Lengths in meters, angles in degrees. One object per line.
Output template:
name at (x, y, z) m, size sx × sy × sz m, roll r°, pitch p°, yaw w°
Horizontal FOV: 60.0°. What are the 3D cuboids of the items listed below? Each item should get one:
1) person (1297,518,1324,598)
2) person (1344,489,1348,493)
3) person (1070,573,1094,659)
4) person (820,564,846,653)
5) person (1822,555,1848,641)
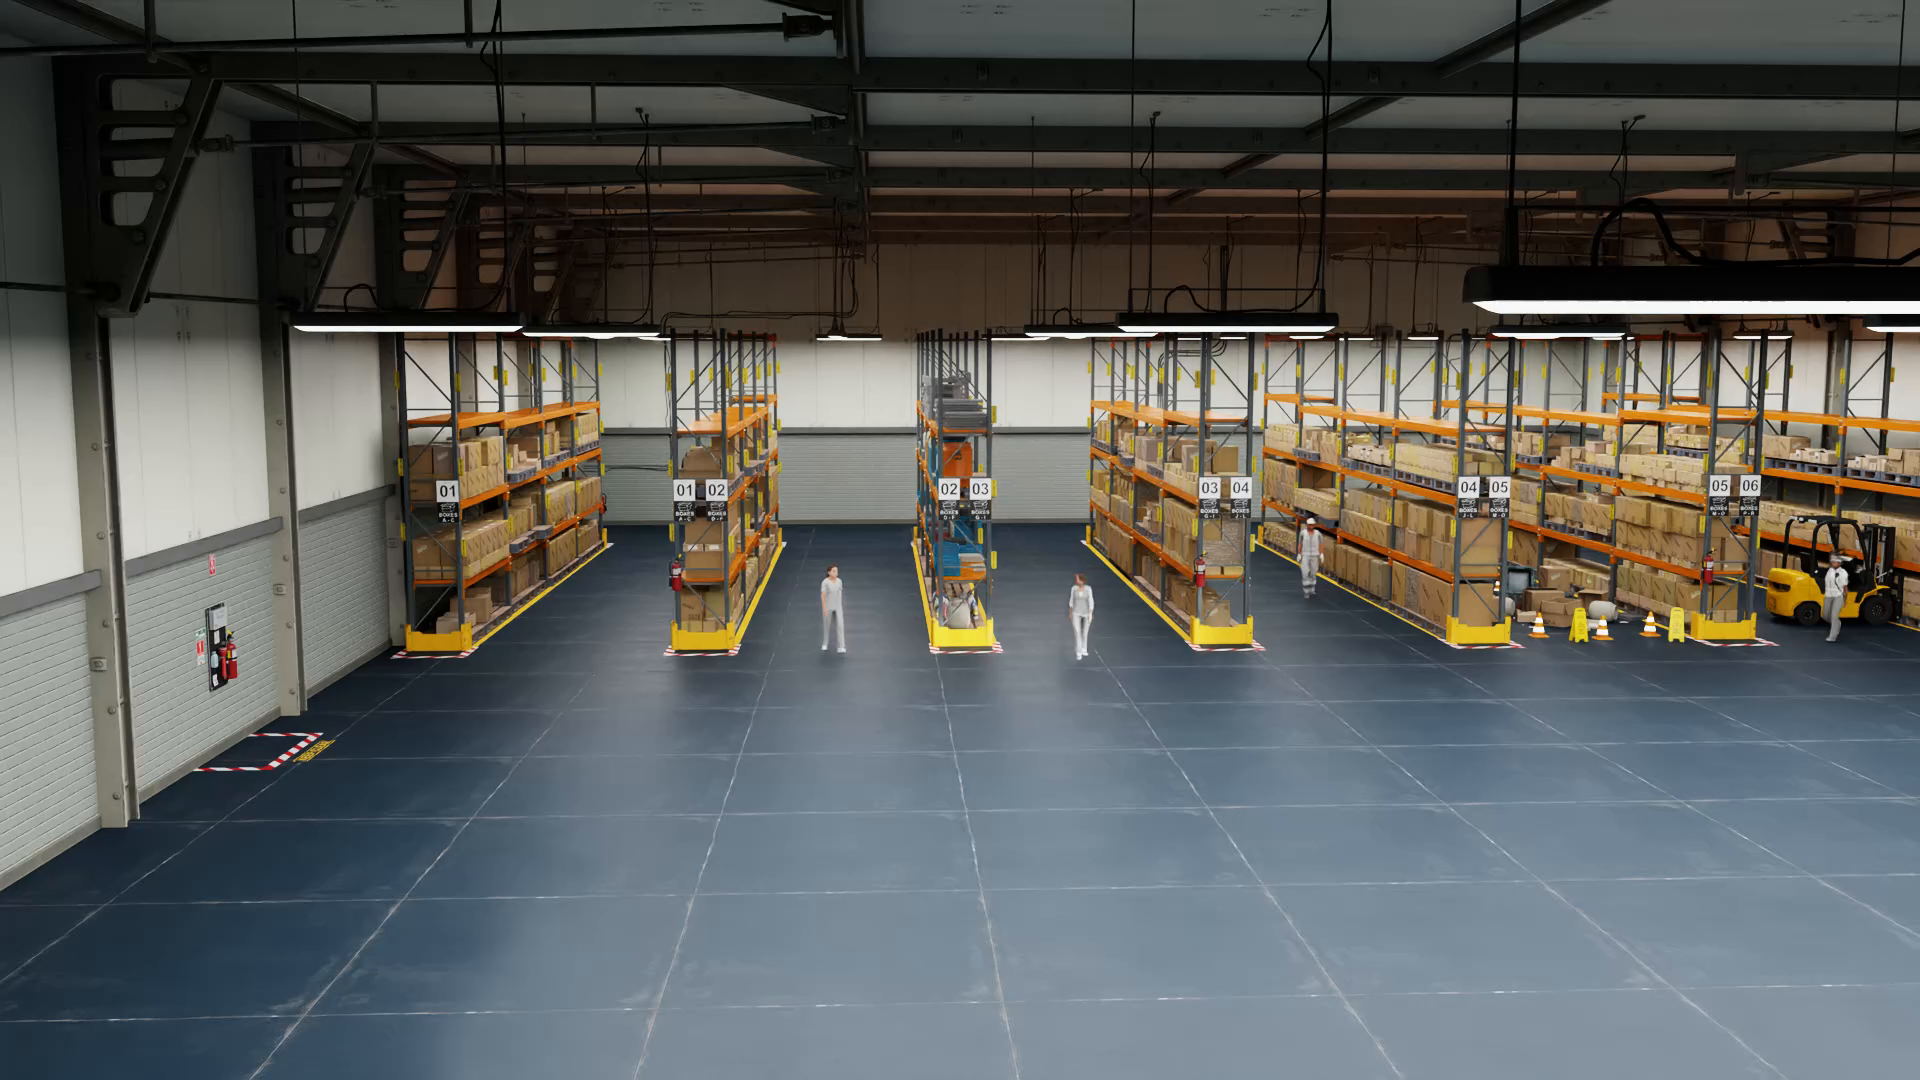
person at (7.954, 0.414, 37.718) m, size 0.597 × 1.842 × 0.535 m, roll 1°, pitch 7°, yaw 8°
person at (10.888, -0.618, 46.920) m, size 0.498 × 1.655 × 0.503 m, roll -1°, pitch 7°, yaw -5°
person at (2.214, 1.385, 30.194) m, size 0.436 × 1.544 × 0.932 m, roll 0°, pitch 7°, yaw 3°
person at (-2.354, 1.266, 30.798) m, size 0.463 × 1.634 × 0.913 m, roll -3°, pitch 7°, yaw -25°
person at (16.943, 1.104, 32.115) m, size 0.730 × 1.650 × 0.447 m, roll -5°, pitch 8°, yaw -35°
